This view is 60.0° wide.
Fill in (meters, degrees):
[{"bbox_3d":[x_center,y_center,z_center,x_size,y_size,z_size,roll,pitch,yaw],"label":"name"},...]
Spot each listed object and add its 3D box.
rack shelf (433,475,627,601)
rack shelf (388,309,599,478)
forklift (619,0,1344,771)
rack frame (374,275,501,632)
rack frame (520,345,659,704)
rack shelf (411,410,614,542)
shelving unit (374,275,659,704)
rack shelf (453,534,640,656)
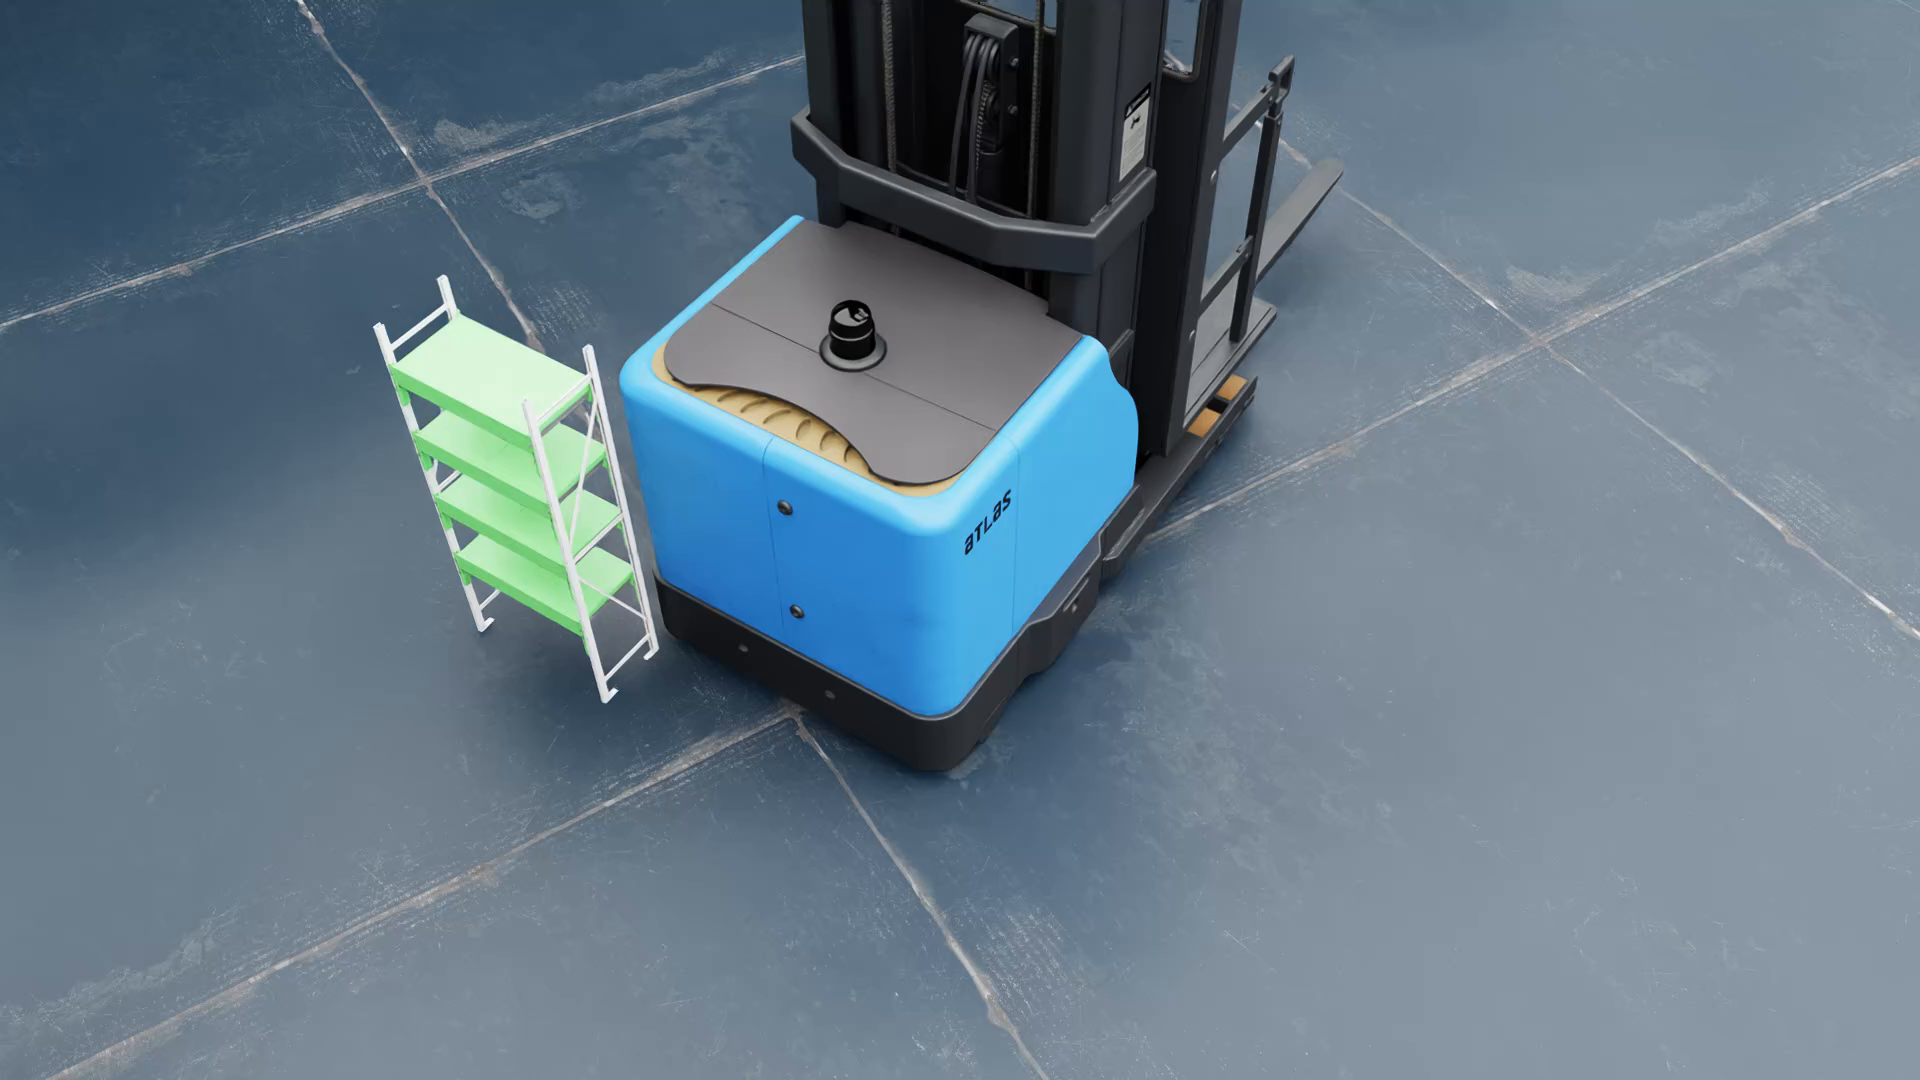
[{"bbox_3d":[-1.174,-0.058,4.584,0.480,0.148,0.258,26,53,21],"label":"rack shelf"},{"bbox_3d":[-1.174,-0.377,4.225,0.480,0.148,0.258,26,53,21],"label":"rack shelf"},{"bbox_3d":[0.335,-1.421,4.553,1.130,2.935,3.031,26,53,21],"label":"forklift"},{"bbox_3d":[-1.379,-0.199,4.624,0.015,1.200,0.240,26,53,21],"label":"rack frame"},{"bbox_3d":[-0.969,-0.001,4.448,0.015,1.200,0.240,26,53,21],"label":"rack frame"},{"bbox_3d":[-1.174,-0.217,4.404,0.480,0.148,0.258,26,53,21],"label":"rack shelf"},{"bbox_3d":[-1.174,-0.100,4.536,0.503,1.200,0.258,26,53,21],"label":"shelving unit"},{"bbox_3d":[-1.174,0.102,4.763,0.480,0.148,0.258,26,53,21],"label":"rack shelf"}]
